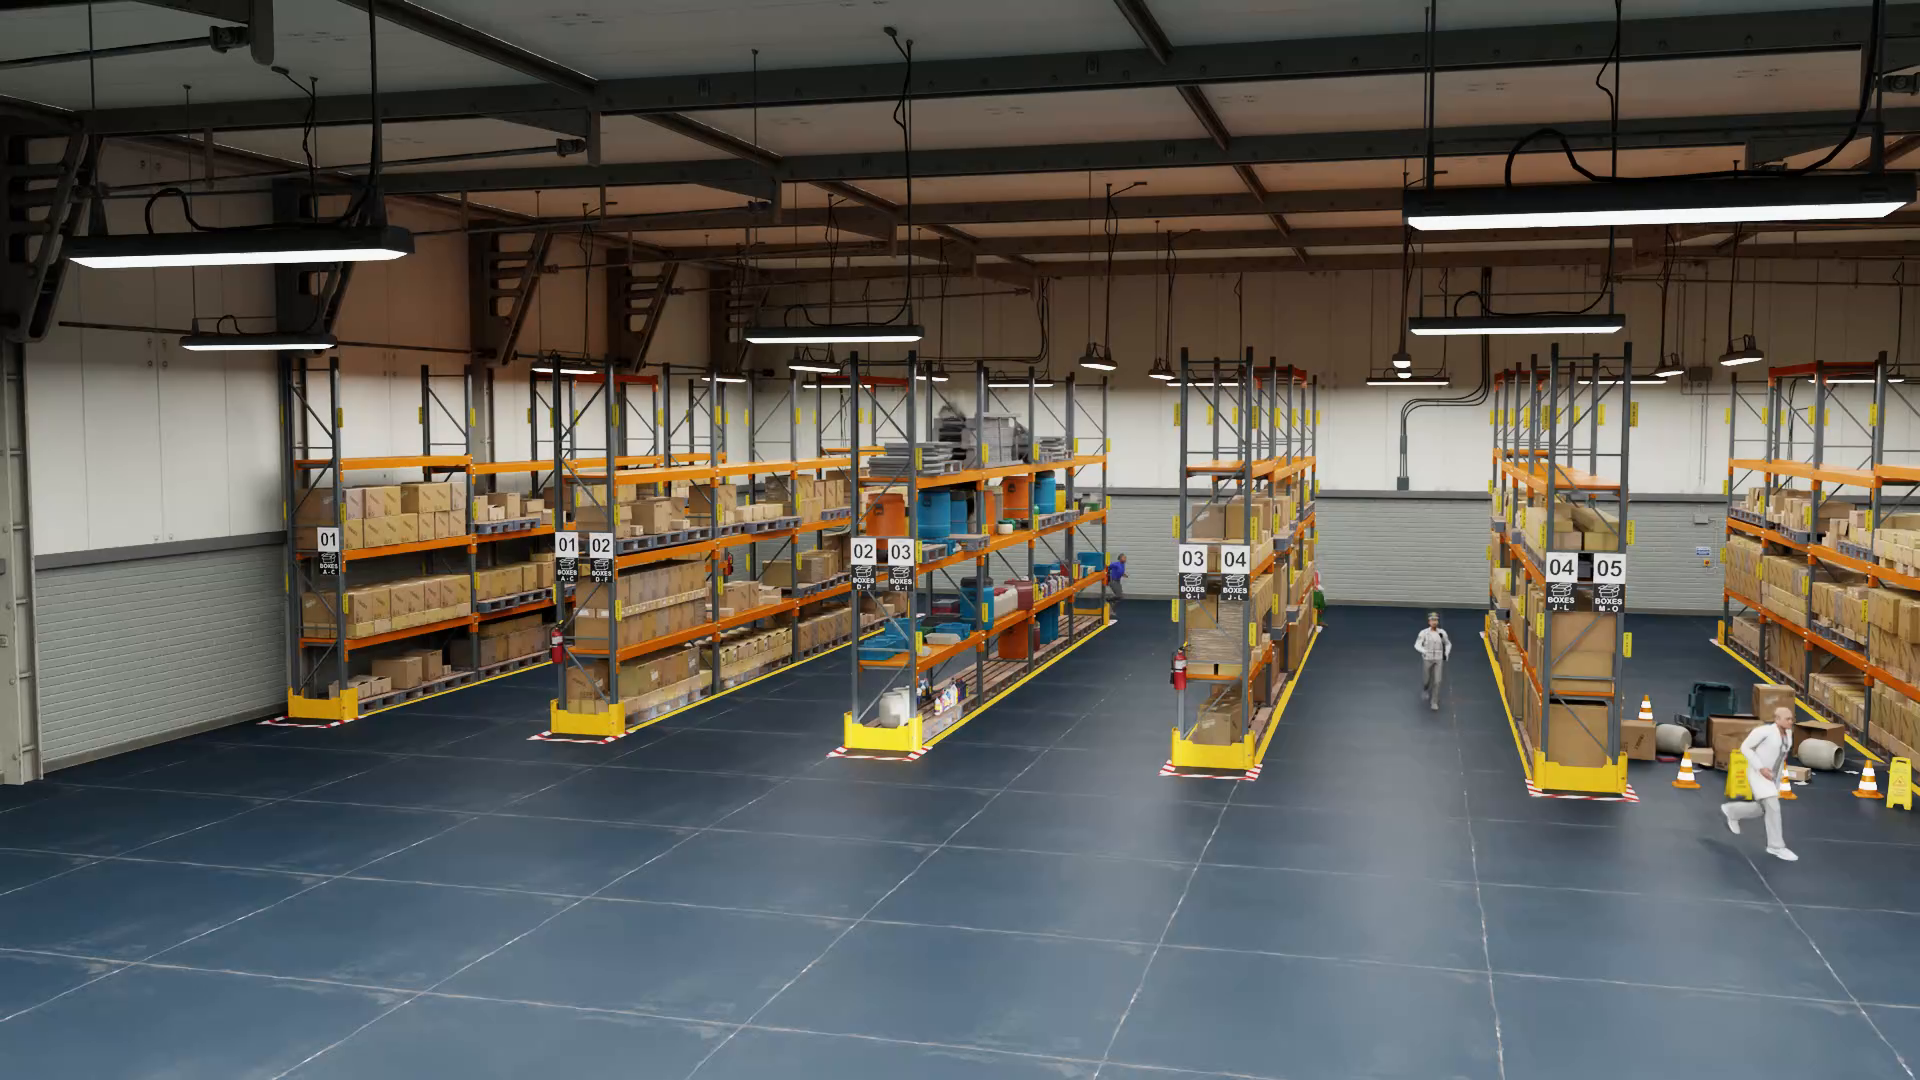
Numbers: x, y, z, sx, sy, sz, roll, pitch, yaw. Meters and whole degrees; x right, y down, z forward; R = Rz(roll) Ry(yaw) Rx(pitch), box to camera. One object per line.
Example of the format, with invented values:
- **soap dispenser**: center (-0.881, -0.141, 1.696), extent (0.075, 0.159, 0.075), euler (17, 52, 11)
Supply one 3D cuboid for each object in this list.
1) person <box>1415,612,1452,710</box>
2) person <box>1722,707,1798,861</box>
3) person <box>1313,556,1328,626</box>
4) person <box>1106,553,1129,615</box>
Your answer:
- **person**: center (8.174, 2.065, 28.702), extent (0.625, 1.654, 0.723), euler (1, 4, 10)
- **person**: center (9.208, 2.743, 19.192), extent (0.699, 1.734, 1.024), euler (-2, 5, -22)
- **person**: center (8.512, 1.212, 39.997), extent (0.690, 1.755, 0.716), euler (1, 4, 15)
- **person**: center (3.990, 1.124, 42.320), extent (0.684, 1.583, 0.563), euler (3, 5, 35)
